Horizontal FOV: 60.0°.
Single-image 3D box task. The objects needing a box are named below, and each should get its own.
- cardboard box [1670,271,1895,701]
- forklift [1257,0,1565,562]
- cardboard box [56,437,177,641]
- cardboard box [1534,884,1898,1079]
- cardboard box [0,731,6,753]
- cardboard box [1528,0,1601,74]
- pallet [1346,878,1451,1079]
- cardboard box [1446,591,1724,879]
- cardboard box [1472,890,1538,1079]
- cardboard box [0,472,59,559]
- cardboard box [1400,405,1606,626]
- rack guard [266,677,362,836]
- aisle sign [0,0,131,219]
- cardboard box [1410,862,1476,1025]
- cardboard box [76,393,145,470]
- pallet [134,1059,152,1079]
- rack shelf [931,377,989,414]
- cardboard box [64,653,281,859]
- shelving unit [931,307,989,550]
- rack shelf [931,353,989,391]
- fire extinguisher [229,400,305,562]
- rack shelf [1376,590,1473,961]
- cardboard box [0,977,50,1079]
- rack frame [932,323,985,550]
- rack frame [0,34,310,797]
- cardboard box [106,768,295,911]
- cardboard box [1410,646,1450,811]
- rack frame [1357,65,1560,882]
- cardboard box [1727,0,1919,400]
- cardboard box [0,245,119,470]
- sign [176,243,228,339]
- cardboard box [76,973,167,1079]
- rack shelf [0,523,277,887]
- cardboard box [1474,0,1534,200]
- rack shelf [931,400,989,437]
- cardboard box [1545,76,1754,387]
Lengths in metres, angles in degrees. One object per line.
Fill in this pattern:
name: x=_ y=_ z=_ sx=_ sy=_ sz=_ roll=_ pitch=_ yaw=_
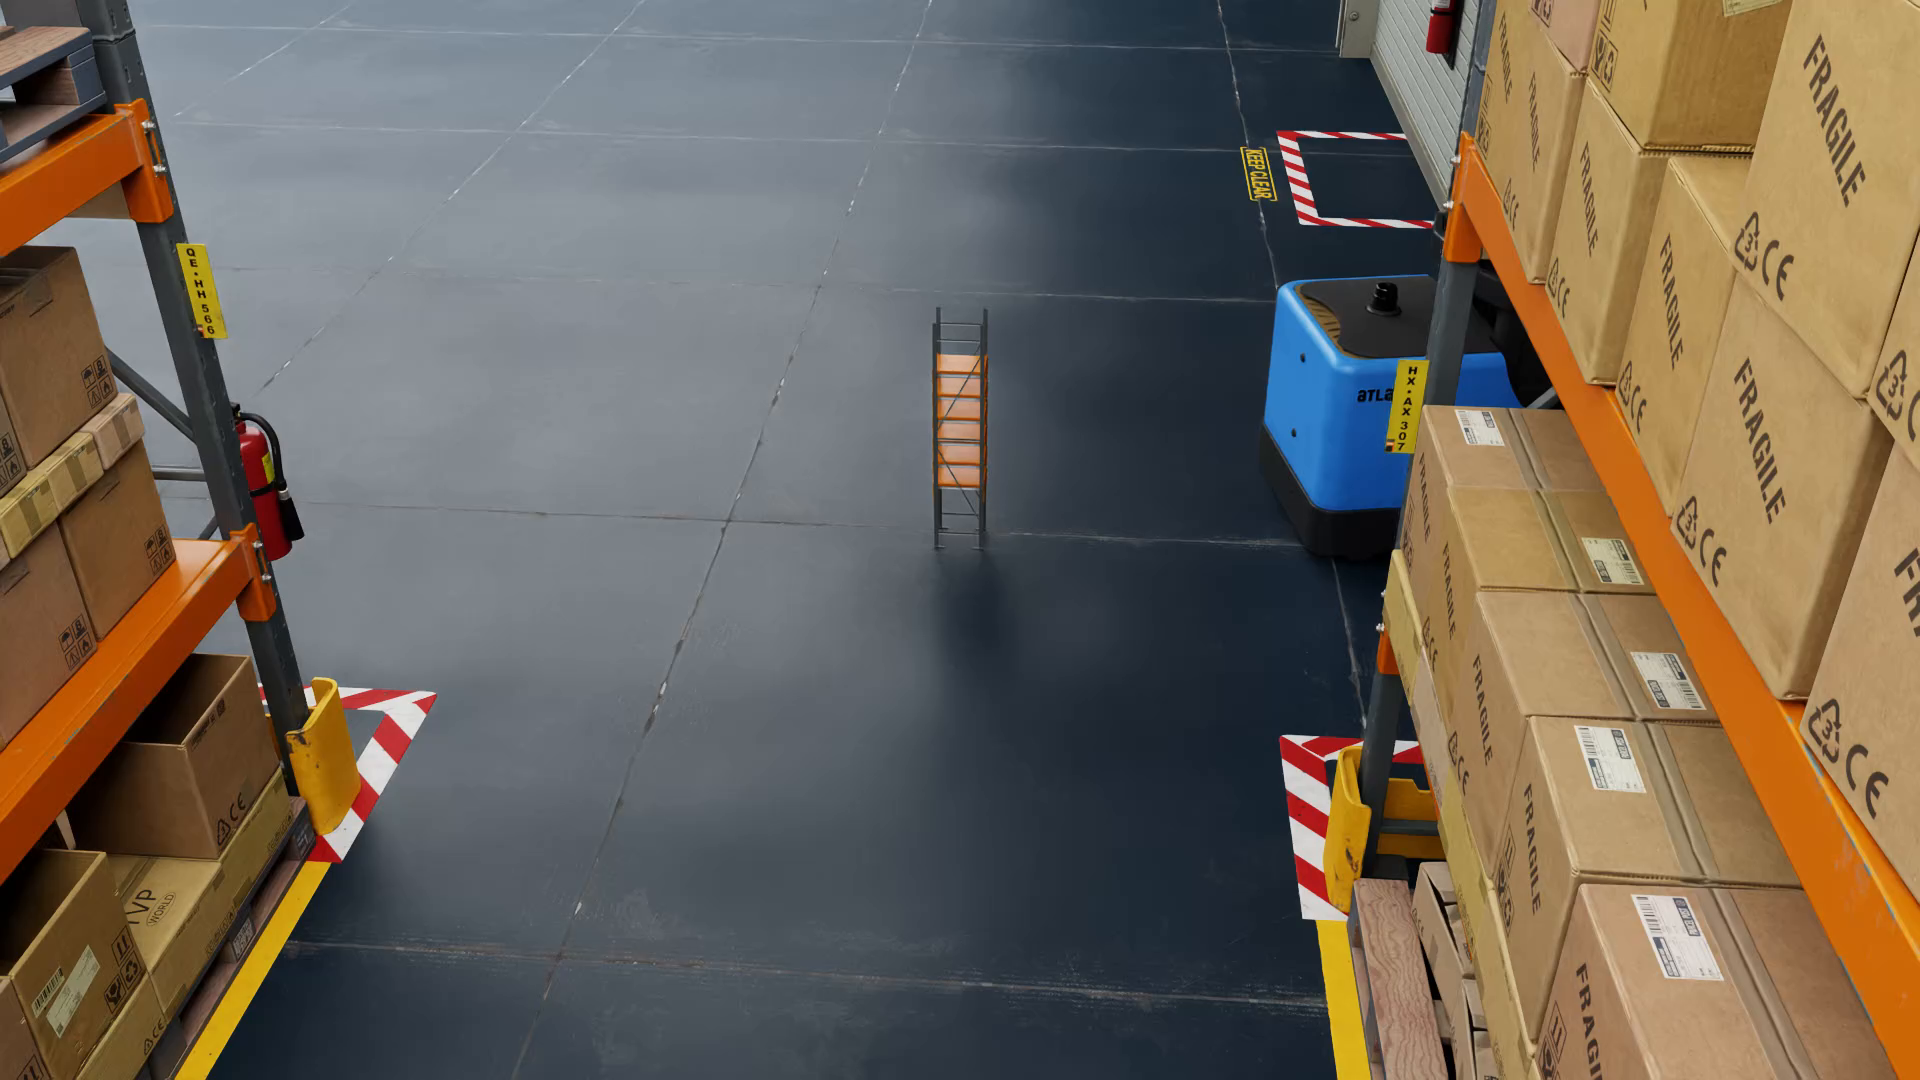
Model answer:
cardboard box: x=1.483 y=-0.093 z=2.569 sx=0.500 sy=0.500 sz=0.500 roll=1 pitch=32 yaw=2
forklift: x=3.126 y=-1.474 z=7.848 sx=3.031 sy=2.935 sz=1.130 roll=-4 pitch=32 yaw=-6
cardboard box: x=-3.035 y=-0.036 z=5.354 sx=0.700 sy=0.500 sz=0.500 roll=2 pitch=32 yaw=4
cardboard box: x=1.444 y=1.016 z=3.151 sx=0.500 sy=0.500 sz=0.500 roll=2 pitch=32 yaw=3
cardboard box: x=-3.120 y=0.498 z=4.487 sx=0.700 sy=0.500 sz=0.500 roll=3 pitch=32 yaw=4
cardboard box: x=1.588 y=-1.330 z=3.622 sx=0.500 sy=0.500 sz=0.500 roll=2 pitch=32 yaw=3
pallet: x=1.845 y=1.623 z=5.415 sx=1.003 sy=0.211 sz=1.213 roll=2 pitch=32 yaw=4
cardboard box: x=1.516 y=0.474 z=4.031 sx=0.500 sy=0.500 sz=0.500 roll=1 pitch=32 yaw=2
cardboard box: x=1.478 y=1.072 z=3.775 sx=0.500 sy=0.250 sz=0.500 roll=3 pitch=32 yaw=4
cardboard box: x=-2.867 y=-0.077 z=4.802 sx=0.380 sy=0.149 sz=0.250 roll=2 pitch=32 yaw=3
cardboard box: x=1.614 y=-0.054 z=4.888 sx=0.500 sy=0.500 sz=0.500 roll=2 pitch=32 yaw=4
rack guard: x=-2.983 y=0.815 z=6.451 sx=1.175 sy=0.500 sz=0.348 roll=2 pitch=32 yaw=4
aisle sign: x=-2.687 y=-1.365 z=5.129 sx=0.394 sy=0.787 sz=0.004 roll=2 pitch=32 yaw=4
cardboard box: x=1.807 y=1.288 z=5.444 sx=0.500 sy=0.311 sz=0.500 roll=-1 pitch=32 yaw=-2
cardboard box: x=-2.826 y=-0.348 z=5.241 sx=0.380 sy=0.149 sz=0.250 roll=2 pitch=32 yaw=3
pallet: x=-3.107 y=1.988 z=4.823 sx=1.003 sy=0.211 sz=1.213 roll=2 pitch=32 yaw=4
rack shelf: x=0.001 y=-0.685 z=7.845 sx=0.258 sy=0.103 sz=0.180 roll=2 pitch=32 yaw=4
cardboard box: x=-2.732 y=0.729 z=5.714 sx=0.500 sy=0.500 sz=0.500 roll=2 pitch=32 yaw=4
shelving unit: x=0.001 y=-0.518 z=7.947 sx=0.258 sy=1.200 sz=0.189 roll=2 pitch=32 yaw=4
rack shelf: x=0.001 y=-0.787 z=7.782 sx=0.258 sy=0.103 sz=0.180 roll=2 pitch=32 yaw=4
fire extinguisher: x=-2.512 y=-0.246 z=5.864 sx=0.296 sy=0.674 sz=0.183 roll=2 pitch=32 yaw=4
rack shelf: x=1.790 y=1.325 z=3.927 sx=1.077 sy=0.370 sz=4.000 roll=2 pitch=32 yaw=4
cardboard box: x=-2.841 y=1.514 z=4.440 sx=0.500 sy=0.500 sz=0.500 roll=2 pitch=32 yaw=4
rack frame: x=-0.006 y=-0.471 z=7.870 sx=0.240 sy=1.200 sz=0.006 roll=2 pitch=32 yaw=4
rack frame: x=-2.985 y=-0.237 z=5.775 sx=1.000 sy=3.000 sz=0.127 roll=2 pitch=32 yaw=4
cardboard box: x=-2.734 y=1.048 z=5.911 sx=0.500 sy=0.250 sz=0.500 roll=2 pitch=32 yaw=4
cardboard box: x=1.569 y=0.542 z=4.635 sx=0.500 sy=0.250 sz=0.500 roll=2 pitch=32 yaw=2
rack frame: x=1.953 y=-0.027 z=5.435 sx=1.000 sy=3.000 sz=0.127 roll=2 pitch=32 yaw=4
cardboard box: x=1.464 y=-0.523 z=2.314 sx=0.500 sy=0.500 sz=0.500 roll=1 pitch=32 yaw=2
cardboard box: x=-3.040 y=-0.560 z=4.968 sx=0.700 sy=0.500 sz=0.500 roll=3 pitch=32 yaw=4
sign: x=-2.445 y=-0.800 z=5.360 sx=0.100 sy=0.325 sz=0.005 roll=2 pitch=32 yaw=4
cardboard box: x=-2.802 y=1.572 z=5.061 sx=0.500 sy=0.250 sz=0.500 roll=2 pitch=32 yaw=4
rack shelf: x=-3.148 y=1.115 z=4.267 sx=1.077 sy=0.370 sz=4.000 roll=2 pitch=32 yaw=4
cardboard box: x=1.676 y=-1.191 z=4.350 sx=0.500 sy=0.500 sz=0.500 roll=3 pitch=32 yaw=5
rack shelf: x=0.001 y=-0.583 z=7.908 sx=0.258 sy=0.103 sz=0.180 roll=2 pitch=32 yaw=4
cardboard box: x=1.559 y=-0.640 z=3.456 sx=0.500 sy=0.500 sz=0.500 roll=4 pitch=32 yaw=6
